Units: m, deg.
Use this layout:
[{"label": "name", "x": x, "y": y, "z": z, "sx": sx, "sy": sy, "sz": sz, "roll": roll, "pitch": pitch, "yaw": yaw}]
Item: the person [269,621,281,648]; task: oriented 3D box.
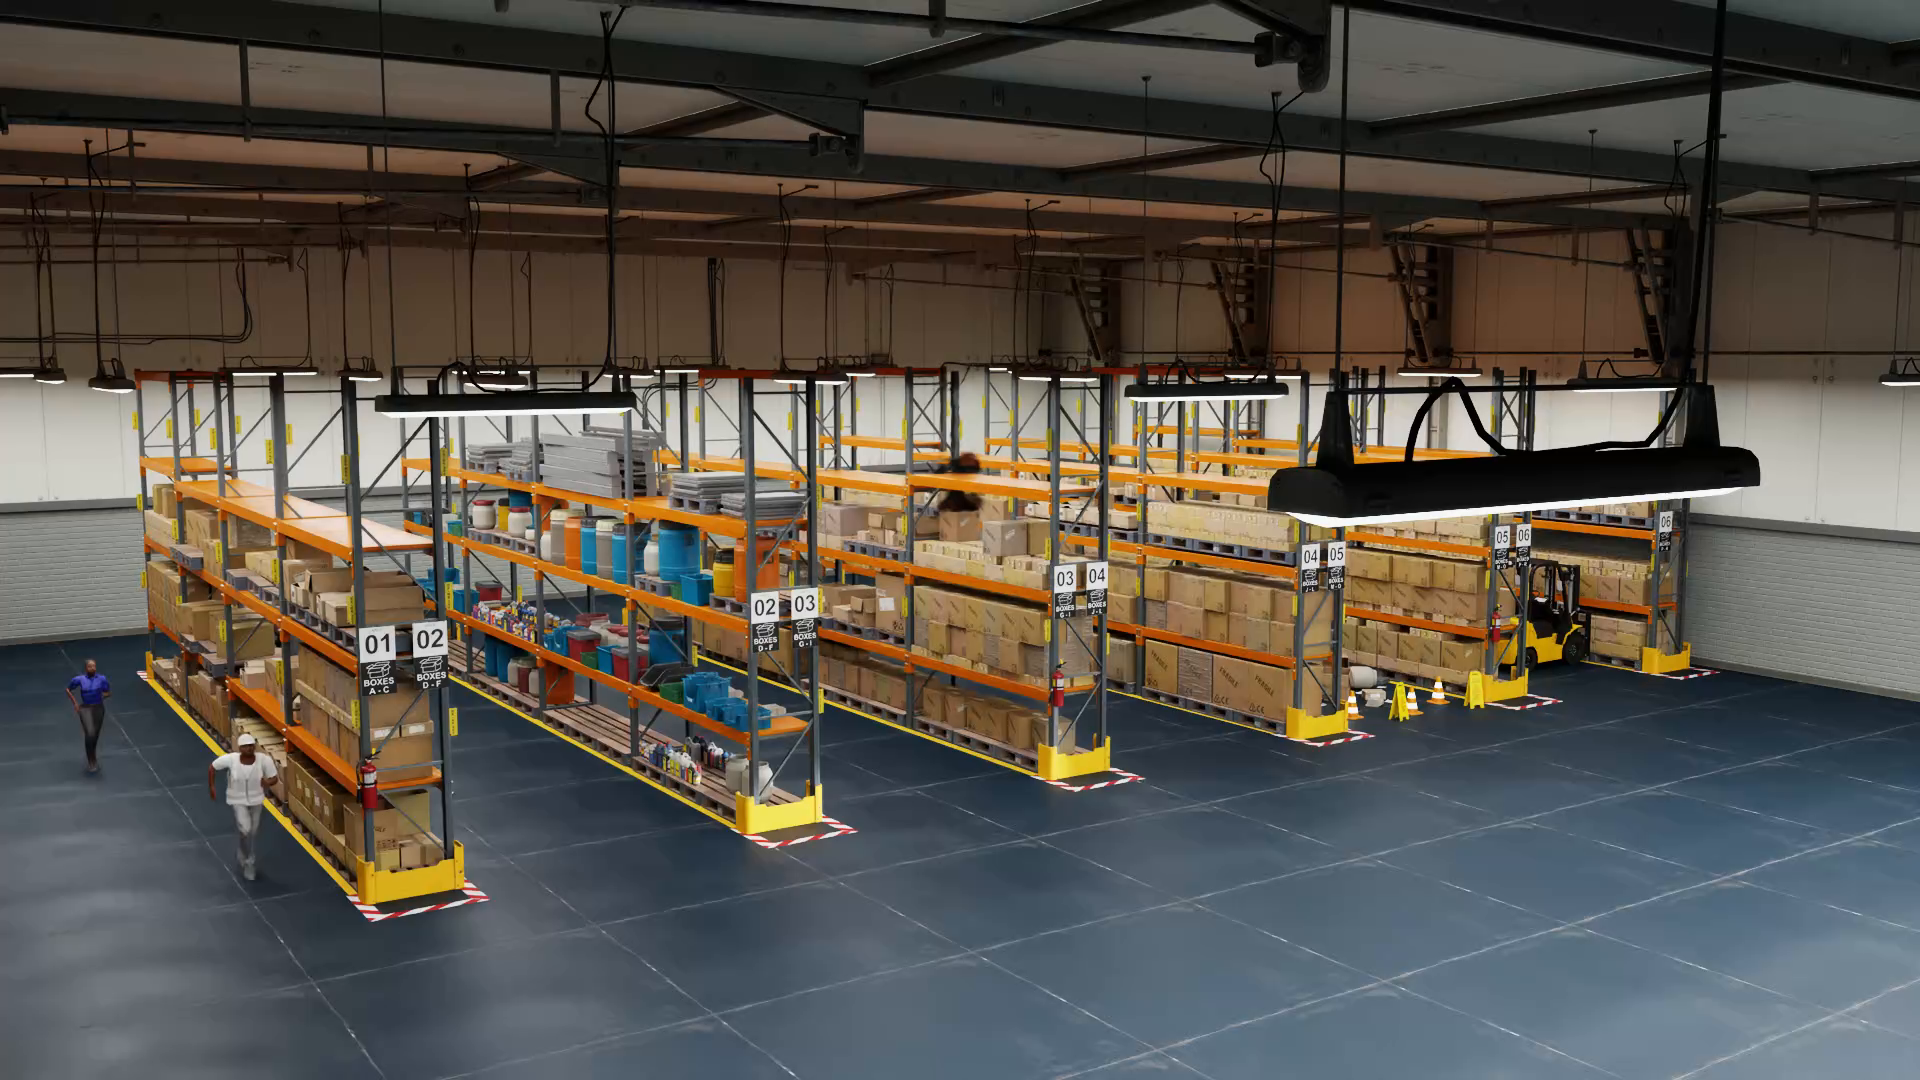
[{"label": "person", "x": -13.763, "y": 1.682, "z": 33.474, "sx": 0.970, "sy": 1.776, "sz": 0.714, "roll": 3, "pitch": 7, "yaw": 24}]

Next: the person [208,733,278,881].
[{"label": "person", "x": -8.640, "y": 3.200, "z": 20.109, "sx": 0.729, "sy": 1.785, "sz": 0.835, "roll": -4, "pitch": 8, "yaw": -35}]

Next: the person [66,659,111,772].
[{"label": "person", "x": -13.235, "y": 2.662, "z": 25.355, "sx": 0.758, "sy": 1.721, "sz": 0.558, "roll": 6, "pitch": 9, "yaw": 43}]
